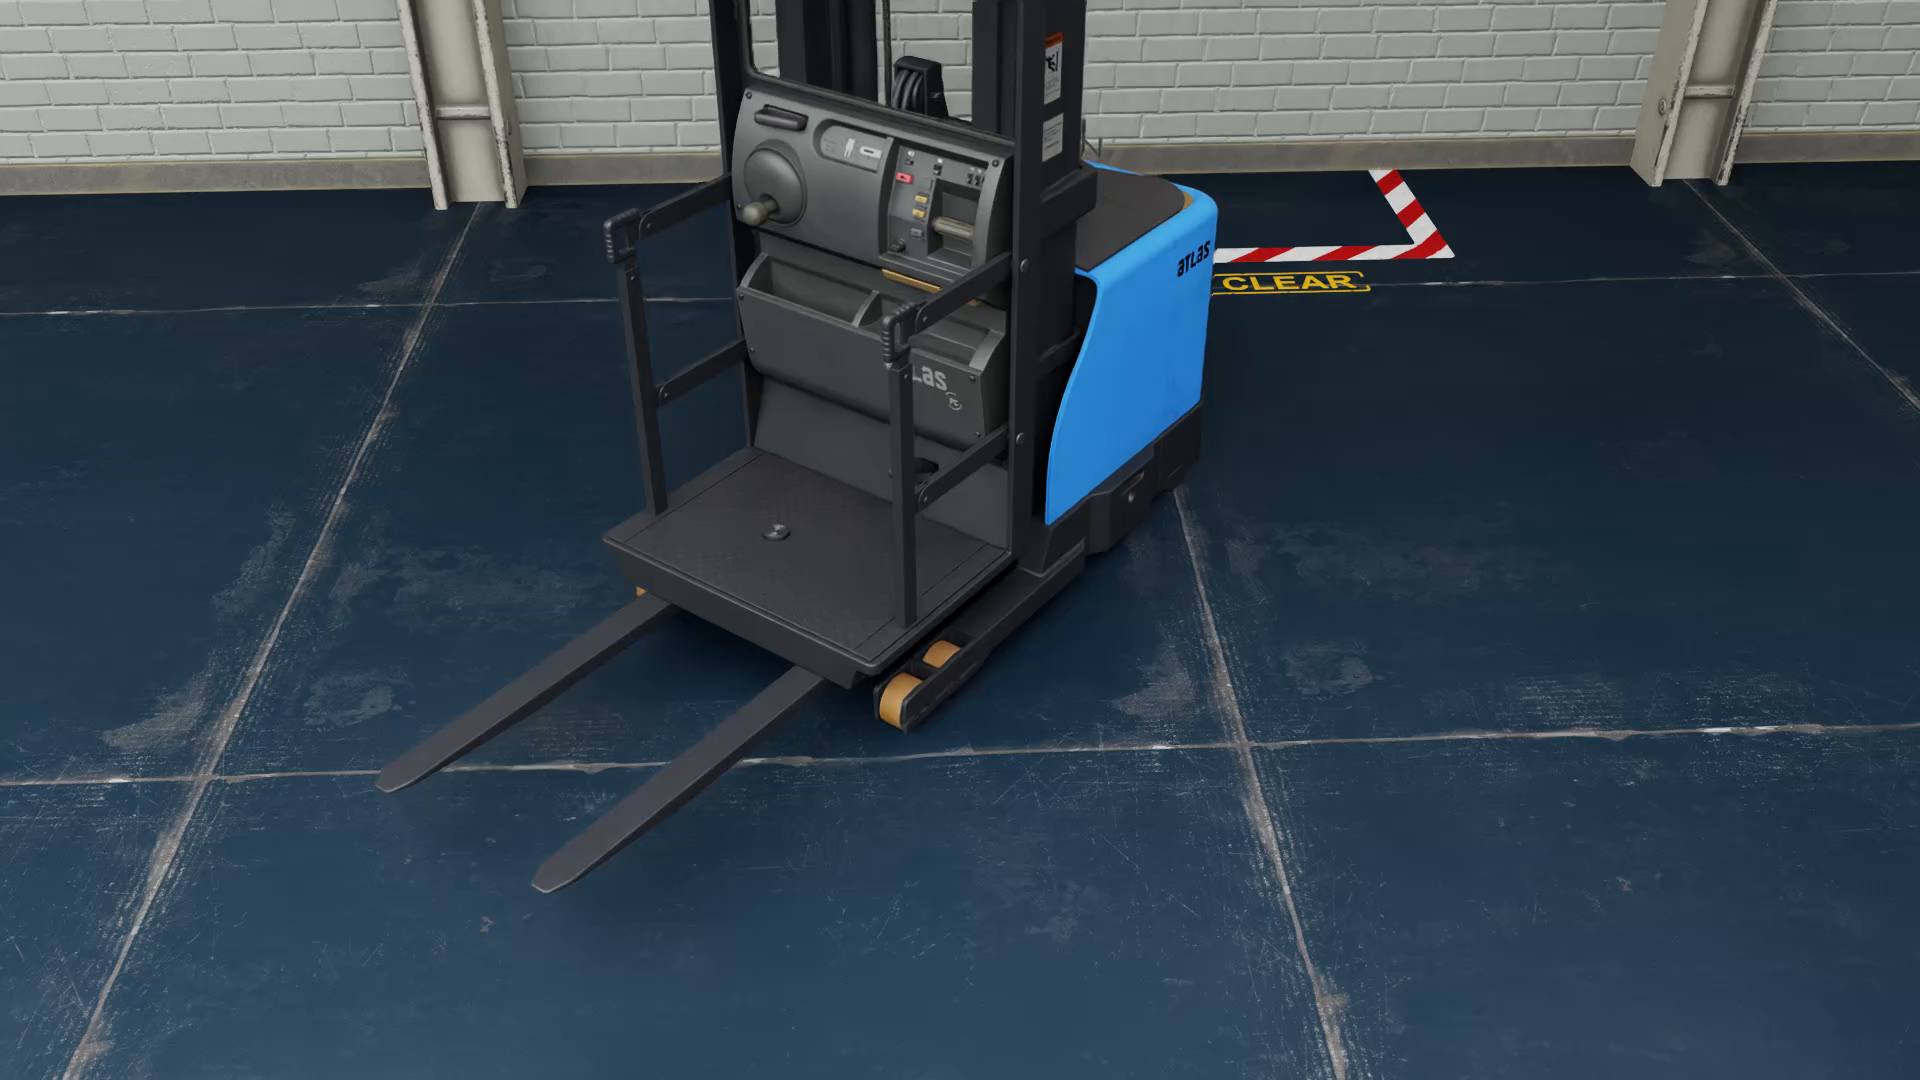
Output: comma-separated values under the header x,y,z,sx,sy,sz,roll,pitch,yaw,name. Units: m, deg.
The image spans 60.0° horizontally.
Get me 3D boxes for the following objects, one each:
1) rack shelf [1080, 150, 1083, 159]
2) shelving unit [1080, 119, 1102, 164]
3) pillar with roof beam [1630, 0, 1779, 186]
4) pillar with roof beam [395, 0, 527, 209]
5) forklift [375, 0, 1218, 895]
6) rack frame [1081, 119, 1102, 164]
x,y,z,sx,sy,sz,roll,pitch,yaw,name
0.366,-1.280,6.197,0.240,0.259,0.215,-9,36,-12,rack shelf
0.367,-1.056,6.353,0.252,1.050,0.215,-9,36,-12,shelving unit
3.842,-3.112,2.339,0.400,9.000,9.100,-2,35,-2,pillar with roof beam
-2.151,-2.950,2.105,0.400,9.000,9.100,-2,35,-2,pillar with roof beam
-0.398,-0.957,4.557,1.130,2.935,3.031,23,41,29,forklift
0.484,-1.074,6.379,0.008,1.050,0.200,-9,36,-12,rack frame
